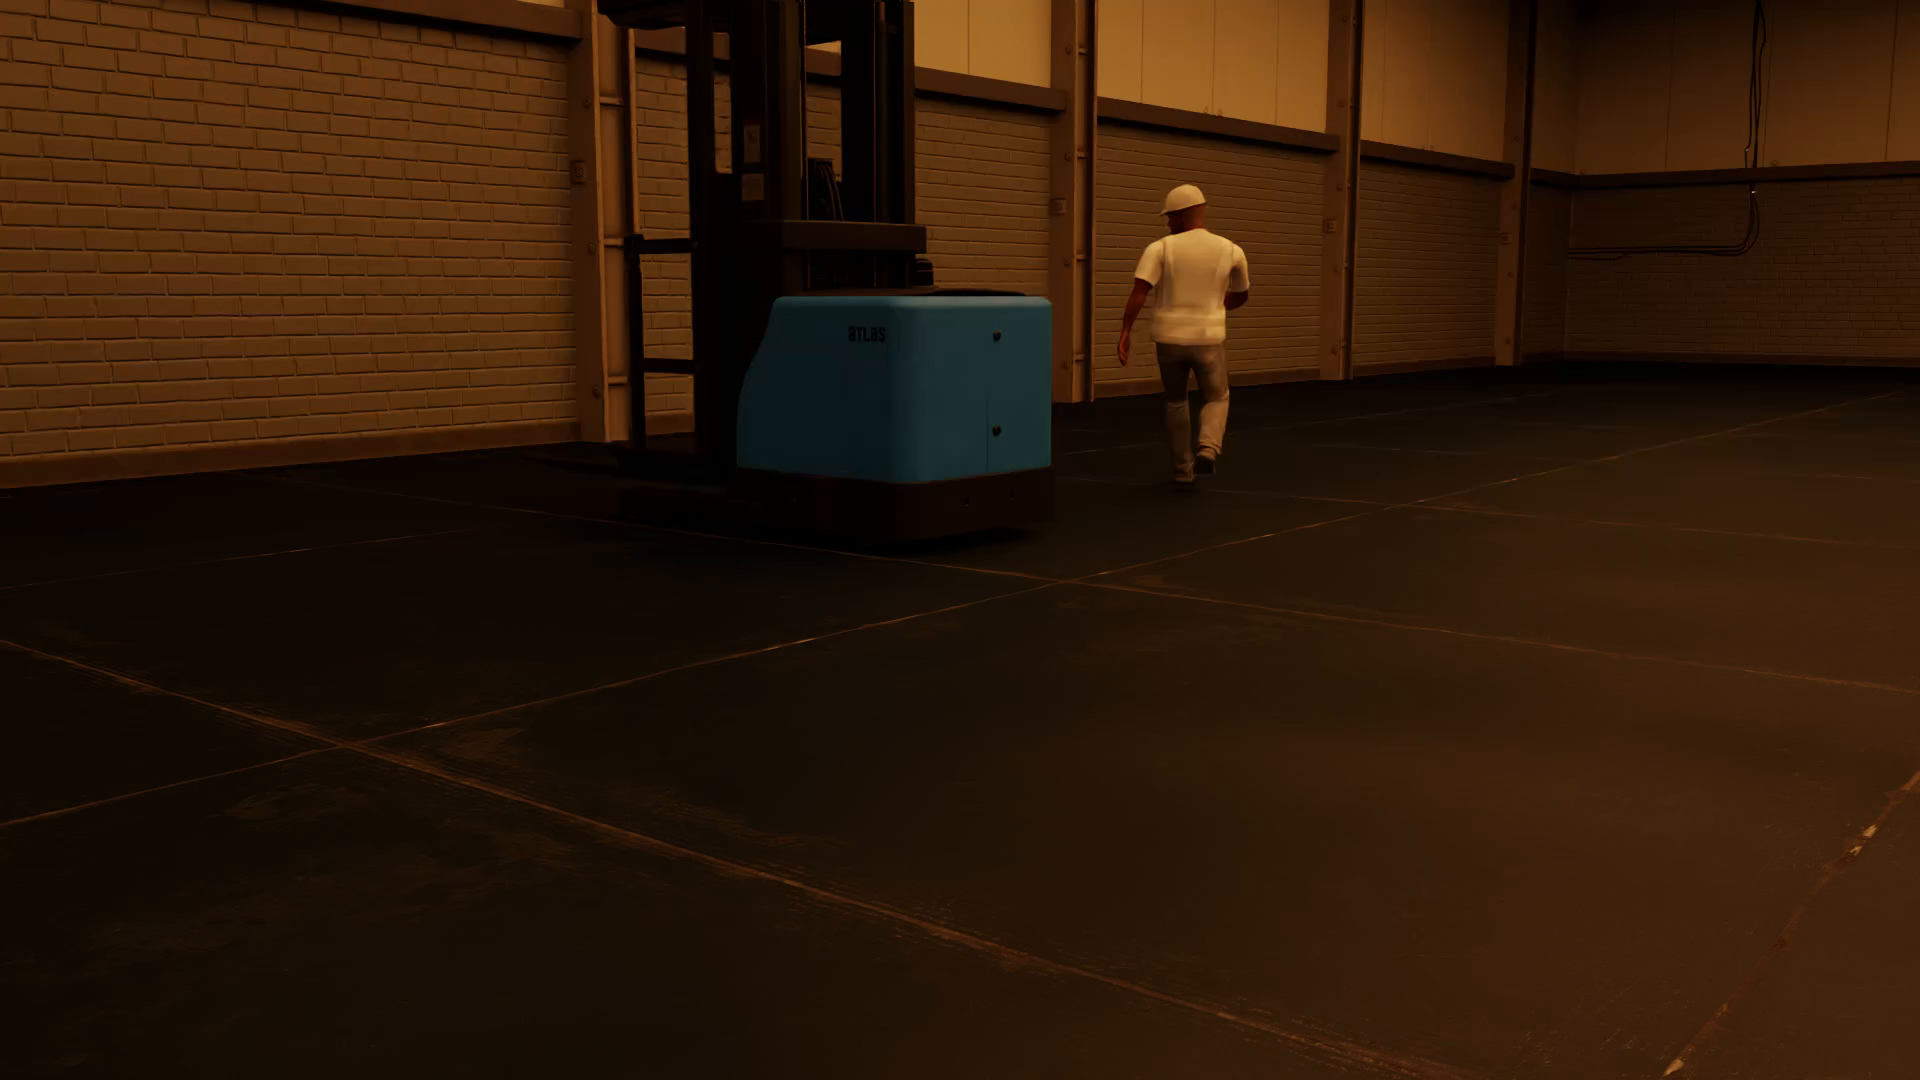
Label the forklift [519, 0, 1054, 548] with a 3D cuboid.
[{"bbox_3d":[-1.011,-1.569,8.007,3.031,2.935,1.130,7,11,41],"label":"forklift"}]

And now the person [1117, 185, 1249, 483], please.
[{"bbox_3d":[1.284,-1.156,9.471,0.694,1.701,0.708,2,9,14],"label":"person"}]
